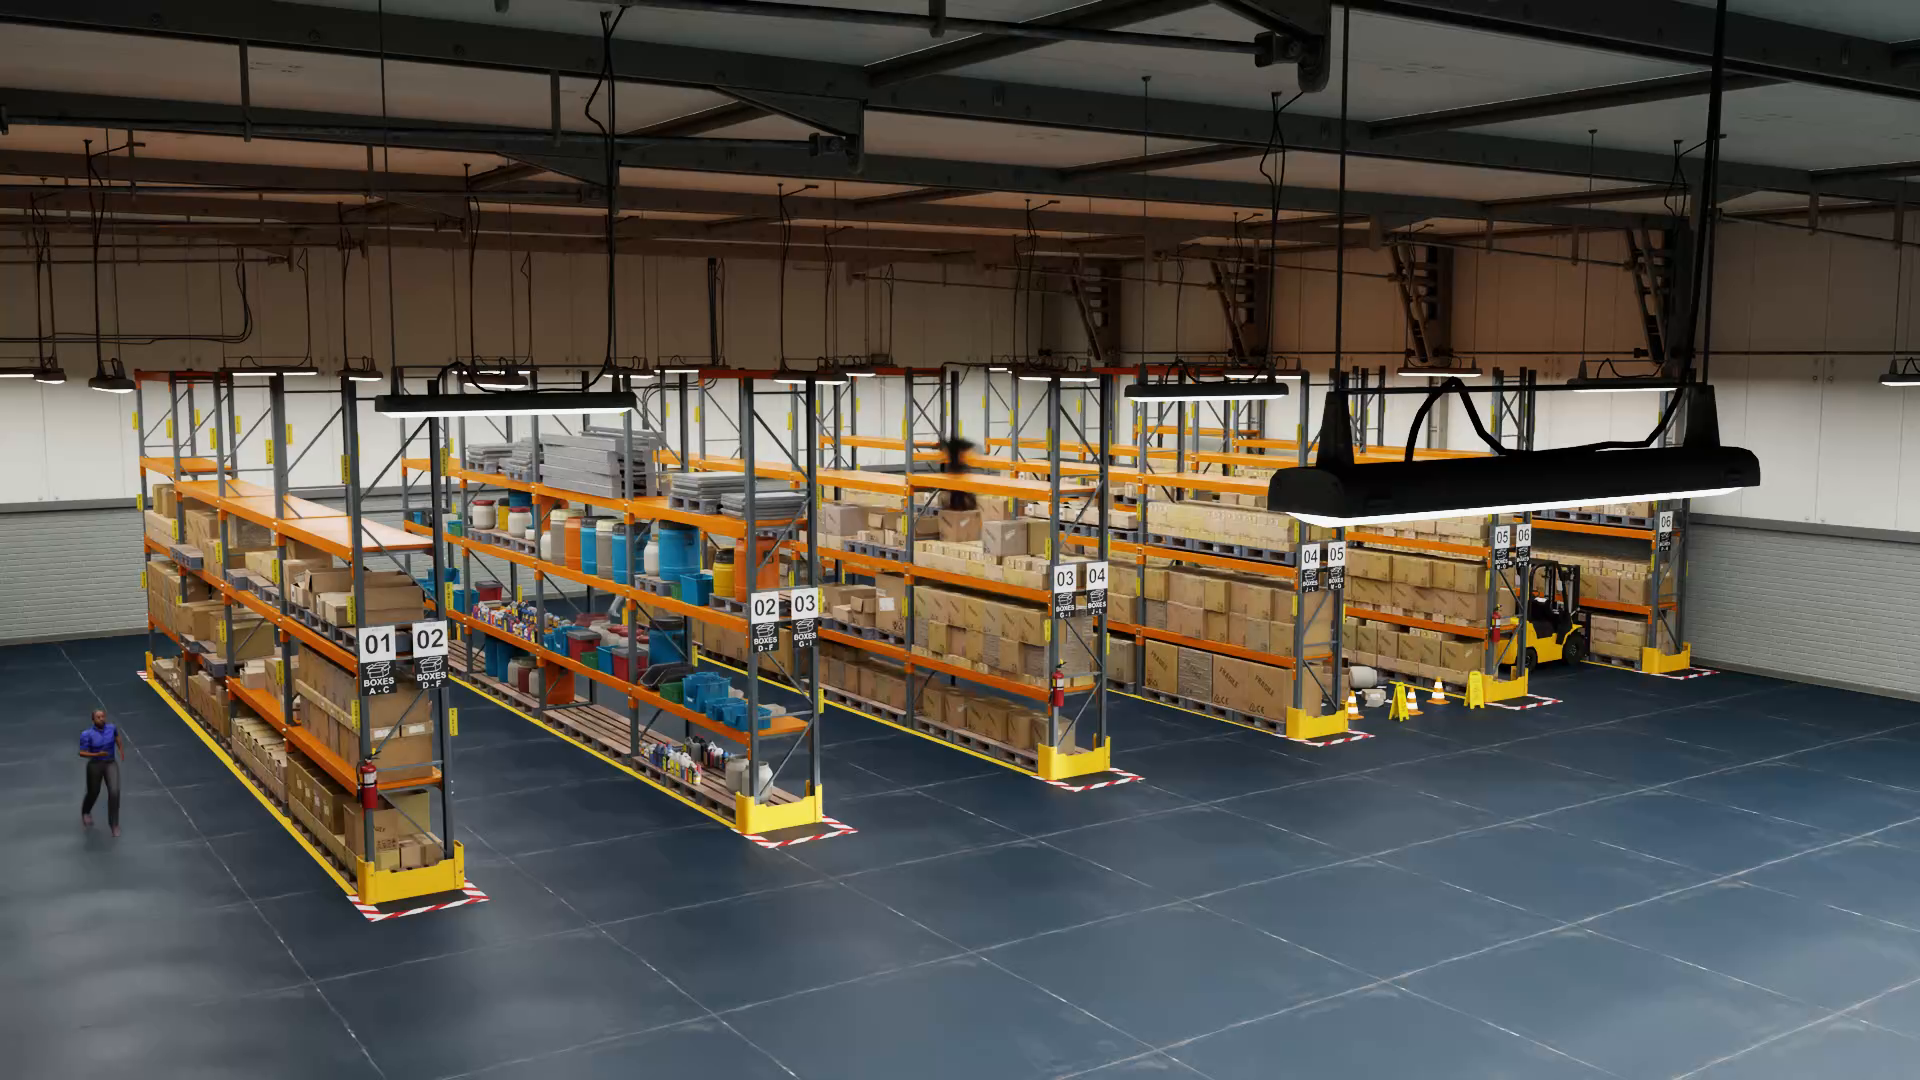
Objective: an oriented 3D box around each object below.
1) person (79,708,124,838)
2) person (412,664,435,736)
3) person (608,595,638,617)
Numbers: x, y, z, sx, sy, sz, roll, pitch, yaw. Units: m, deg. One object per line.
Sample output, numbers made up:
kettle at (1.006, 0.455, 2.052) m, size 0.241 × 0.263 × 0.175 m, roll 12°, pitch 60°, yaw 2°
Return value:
person at (-11.343, 3.041, 21.964) m, size 0.568 × 1.699 × 0.898 m, roll -5°, pitch 8°, yaw -40°
person at (-8.408, 2.634, 25.722) m, size 0.803 × 1.615 × 0.669 m, roll 4°, pitch 8°, yaw 32°
person at (-7.922, 0.992, 39.528) m, size 0.887 × 1.839 × 0.646 m, roll 1°, pitch 7°, yaw 8°
